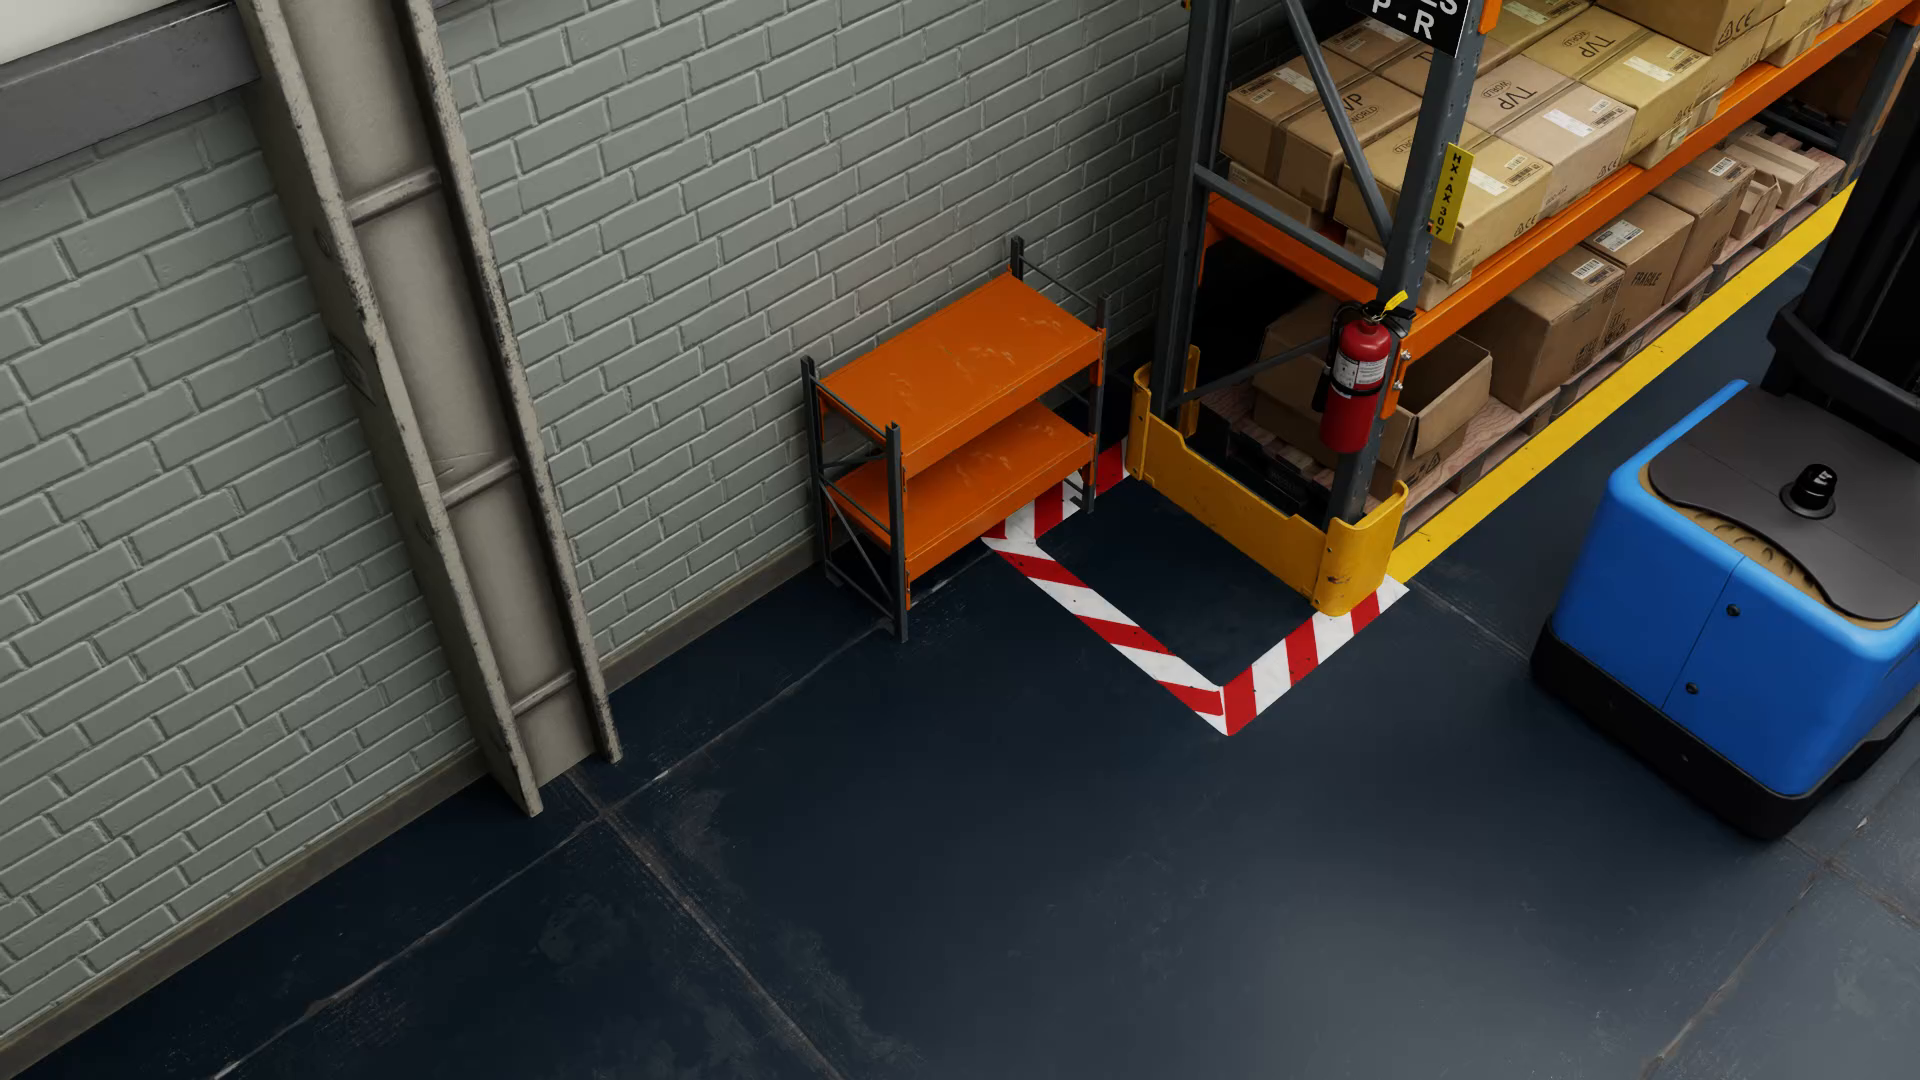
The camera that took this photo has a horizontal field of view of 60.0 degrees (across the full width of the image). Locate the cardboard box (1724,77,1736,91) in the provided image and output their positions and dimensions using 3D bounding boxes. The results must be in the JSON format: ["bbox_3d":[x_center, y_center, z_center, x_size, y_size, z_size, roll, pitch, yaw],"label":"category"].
[{"bbox_3d":[2.874,-1.907,6.640,0.250,0.149,0.380,-34,56,-27],"label":"cardboard box"}]

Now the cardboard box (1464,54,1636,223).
[{"bbox_3d":[2.024,-1.440,5.937,0.500,0.250,0.500,-33,55,-27],"label":"cardboard box"}]

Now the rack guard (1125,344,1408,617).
[{"bbox_3d":[1.190,-0.253,6.643,0.348,0.500,1.175,-34,56,-27],"label":"rack guard"}]

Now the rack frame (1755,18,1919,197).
[{"bbox_3d":[4.094,-3.040,7.514,0.127,3.000,1.000,-34,56,-27],"label":"rack frame"}]

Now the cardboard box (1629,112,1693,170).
[{"bbox_3d":[2.549,-1.601,6.357,0.250,0.149,0.380,-35,56,-28],"label":"cardboard box"}]

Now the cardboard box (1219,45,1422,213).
[{"bbox_3d":[1.296,-1.484,5.978,0.500,0.250,0.500,-32,55,-26],"label":"cardboard box"}]

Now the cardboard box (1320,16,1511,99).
[{"bbox_3d":[1.678,-1.739,6.213,0.500,0.250,0.500,-34,56,-27],"label":"cardboard box"}]

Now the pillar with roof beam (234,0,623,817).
[{"bbox_3d":[1.429,0.087,0.547,0.400,9.000,9.100,-34,56,-27],"label":"pillar with roof beam"}]

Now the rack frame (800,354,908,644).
[{"bbox_3d":[-0.379,-0.126,6.101,0.032,1.125,0.500,-34,56,-27],"label":"rack frame"}]

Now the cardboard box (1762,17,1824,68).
[{"bbox_3d":[3.291,-2.122,6.838,0.250,0.149,0.380,-35,56,-28],"label":"cardboard box"}]

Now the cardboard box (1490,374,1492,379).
[{"bbox_3d":[1.991,-0.678,6.989,0.250,0.149,0.380,-36,57,-28],"label":"cardboard box"}]

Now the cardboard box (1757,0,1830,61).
[{"bbox_3d":[3.142,-2.211,6.649,0.500,0.250,0.500,-34,56,-27],"label":"cardboard box"}]

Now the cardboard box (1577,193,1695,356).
[{"bbox_3d":[2.768,-1.217,7.247,0.500,0.500,0.500,-33,55,-27],"label":"cardboard box"}]

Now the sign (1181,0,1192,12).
[{"bbox_3d":[0.776,-1.874,5.436,0.005,0.325,0.100,-34,56,-27],"label":"sign"}]

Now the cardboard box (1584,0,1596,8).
[{"bbox_3d":[2.435,-2.239,6.675,0.500,0.250,0.500,-34,56,-27],"label":"cardboard box"}]

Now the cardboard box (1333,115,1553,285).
[{"bbox_3d":[1.651,-1.191,5.707,0.500,0.250,0.500,-33,56,-27],"label":"cardboard box"}]

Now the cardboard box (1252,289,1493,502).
[{"bbox_3d":[1.651,-0.609,6.684,0.637,0.503,0.797,-36,57,-28],"label":"cardboard box"}]

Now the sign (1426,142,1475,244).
[{"bbox_3d":[1.499,-1.061,5.099,0.005,0.325,0.100,-34,56,-27],"label":"sign"}]

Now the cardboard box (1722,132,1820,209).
[{"bbox_3d":[3.879,-1.781,8.006,0.250,0.149,0.380,-35,56,-28],"label":"cardboard box"}]

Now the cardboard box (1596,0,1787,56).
[{"bbox_3d":[2.761,-2.187,6.116,0.500,0.500,0.500,-32,55,-26],"label":"cardboard box"}]

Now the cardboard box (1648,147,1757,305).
[{"bbox_3d":[3.077,-1.523,7.529,0.500,0.500,0.700,-36,57,-28],"label":"cardboard box"}]

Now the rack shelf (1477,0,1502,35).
[{"bbox_3d":[2.614,-2.825,5.764,4.000,0.370,1.077,-34,56,-27],"label":"rack shelf"}]

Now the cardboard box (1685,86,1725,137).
[{"bbox_3d":[2.730,-1.742,6.487,0.250,0.149,0.380,-33,55,-26],"label":"cardboard box"}]

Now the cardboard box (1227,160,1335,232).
[{"bbox_3d":[1.199,-1.287,6.068,0.250,0.149,0.380,-34,56,-28],"label":"cardboard box"}]

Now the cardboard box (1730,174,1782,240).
[{"bbox_3d":[3.615,-1.644,7.801,0.258,0.266,0.396,-32,55,-26],"label":"cardboard box"}]

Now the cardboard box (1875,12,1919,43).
[{"bbox_3d":[4.538,-2.588,8.071,0.250,0.149,0.380,-31,55,-26],"label":"cardboard box"}]

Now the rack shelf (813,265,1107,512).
[{"bbox_3d":[-0.004,-0.576,6.118,1.000,0.278,0.538,-34,56,-27],"label":"rack shelf"}]

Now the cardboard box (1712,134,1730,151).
[{"bbox_3d":[3.446,-2.073,8.165,0.500,0.311,0.500,-32,55,-26],"label":"cardboard box"}]

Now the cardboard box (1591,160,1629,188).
[{"bbox_3d":[2.311,-1.517,6.279,0.250,0.149,0.380,-33,55,-27],"label":"cardboard box"}]

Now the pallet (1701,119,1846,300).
[{"bbox_3d":[3.585,-1.756,8.227,1.213,0.211,1.003,-34,56,-27],"label":"pallet"}]

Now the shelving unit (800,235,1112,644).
[{"bbox_3d":[-0.004,-0.378,6.333,1.048,1.125,0.538,-34,56,-27],"label":"shelving unit"}]

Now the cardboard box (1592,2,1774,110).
[{"bbox_3d":[2.761,-1.957,6.414,0.500,0.250,0.500,-35,56,-28],"label":"cardboard box"}]

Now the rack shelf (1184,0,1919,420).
[{"bbox_3d":[2.614,-1.808,6.866,4.000,0.370,1.077,-34,56,-27],"label":"rack shelf"}]

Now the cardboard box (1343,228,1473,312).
[{"bbox_3d":[1.562,-0.991,5.794,0.250,0.149,0.380,-34,56,-27],"label":"cardboard box"}]

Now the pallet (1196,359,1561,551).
[{"bbox_3d":[1.780,-0.549,7.113,1.213,0.211,1.003,-34,56,-27],"label":"pallet"}]

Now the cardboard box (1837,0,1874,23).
[{"bbox_3d":[3.674,-2.378,7.074,0.250,0.149,0.380,-32,55,-26],"label":"cardboard box"}]

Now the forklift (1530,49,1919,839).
[{"bbox_3d":[3.588,-0.897,5.583,3.031,2.935,1.130,-32,55,-26],"label":"forklift"}]

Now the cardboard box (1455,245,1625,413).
[{"bbox_3d":[2.309,-1.010,7.056,0.500,0.500,0.700,-32,55,-26],"label":"cardboard box"}]

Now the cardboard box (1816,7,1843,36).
[{"bbox_3d":[3.461,-2.263,6.968,0.250,0.149,0.380,-32,55,-26],"label":"cardboard box"}]

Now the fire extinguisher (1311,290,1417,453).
[{"bbox_3d":[1.336,-0.586,5.556,0.183,0.674,0.296,-34,56,-27],"label":"fire extinguisher"}]

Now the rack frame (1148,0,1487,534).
[{"bbox_3d":[1.134,-1.063,5.690,0.127,3.000,1.000,-34,56,-27],"label":"rack frame"}]

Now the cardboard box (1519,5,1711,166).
[{"bbox_3d":[2.397,-1.692,6.170,0.500,0.250,0.500,-35,56,-28],"label":"cardboard box"}]

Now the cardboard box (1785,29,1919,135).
[{"bbox_3d":[4.603,-2.452,8.387,0.500,0.500,0.500,-31,55,-26],"label":"cardboard box"}]

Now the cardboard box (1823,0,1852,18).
[{"bbox_3d":[3.520,-2.450,6.869,0.500,0.250,0.500,-34,56,-27],"label":"cardboard box"}]

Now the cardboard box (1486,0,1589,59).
[{"bbox_3d":[2.048,-1.981,6.437,0.500,0.250,0.500,-32,55,-26],"label":"cardboard box"}]

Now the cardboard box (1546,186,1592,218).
[{"bbox_3d":[2.118,-1.382,6.155,0.250,0.149,0.380,-32,55,-26],"label":"cardboard box"}]

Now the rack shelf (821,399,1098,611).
[{"bbox_3d":[-0.004,-0.212,6.513,1.000,0.278,0.538,-34,56,-27],"label":"rack shelf"}]

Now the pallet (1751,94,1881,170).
[{"bbox_3d":[4.670,-2.517,8.929,1.213,0.211,1.003,-34,56,-27],"label":"pallet"}]

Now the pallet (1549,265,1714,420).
[{"bbox_3d":[2.682,-1.149,7.667,1.213,0.211,1.003,-34,56,-27],"label":"pallet"}]

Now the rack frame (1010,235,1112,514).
[{"bbox_3d":[0.372,-0.630,6.566,0.032,1.125,0.500,-34,56,-27],"label":"rack frame"}]

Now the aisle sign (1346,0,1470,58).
[{"bbox_3d":[1.281,-1.751,4.556,0.004,0.787,0.394,-34,56,-27],"label":"aisle sign"}]
